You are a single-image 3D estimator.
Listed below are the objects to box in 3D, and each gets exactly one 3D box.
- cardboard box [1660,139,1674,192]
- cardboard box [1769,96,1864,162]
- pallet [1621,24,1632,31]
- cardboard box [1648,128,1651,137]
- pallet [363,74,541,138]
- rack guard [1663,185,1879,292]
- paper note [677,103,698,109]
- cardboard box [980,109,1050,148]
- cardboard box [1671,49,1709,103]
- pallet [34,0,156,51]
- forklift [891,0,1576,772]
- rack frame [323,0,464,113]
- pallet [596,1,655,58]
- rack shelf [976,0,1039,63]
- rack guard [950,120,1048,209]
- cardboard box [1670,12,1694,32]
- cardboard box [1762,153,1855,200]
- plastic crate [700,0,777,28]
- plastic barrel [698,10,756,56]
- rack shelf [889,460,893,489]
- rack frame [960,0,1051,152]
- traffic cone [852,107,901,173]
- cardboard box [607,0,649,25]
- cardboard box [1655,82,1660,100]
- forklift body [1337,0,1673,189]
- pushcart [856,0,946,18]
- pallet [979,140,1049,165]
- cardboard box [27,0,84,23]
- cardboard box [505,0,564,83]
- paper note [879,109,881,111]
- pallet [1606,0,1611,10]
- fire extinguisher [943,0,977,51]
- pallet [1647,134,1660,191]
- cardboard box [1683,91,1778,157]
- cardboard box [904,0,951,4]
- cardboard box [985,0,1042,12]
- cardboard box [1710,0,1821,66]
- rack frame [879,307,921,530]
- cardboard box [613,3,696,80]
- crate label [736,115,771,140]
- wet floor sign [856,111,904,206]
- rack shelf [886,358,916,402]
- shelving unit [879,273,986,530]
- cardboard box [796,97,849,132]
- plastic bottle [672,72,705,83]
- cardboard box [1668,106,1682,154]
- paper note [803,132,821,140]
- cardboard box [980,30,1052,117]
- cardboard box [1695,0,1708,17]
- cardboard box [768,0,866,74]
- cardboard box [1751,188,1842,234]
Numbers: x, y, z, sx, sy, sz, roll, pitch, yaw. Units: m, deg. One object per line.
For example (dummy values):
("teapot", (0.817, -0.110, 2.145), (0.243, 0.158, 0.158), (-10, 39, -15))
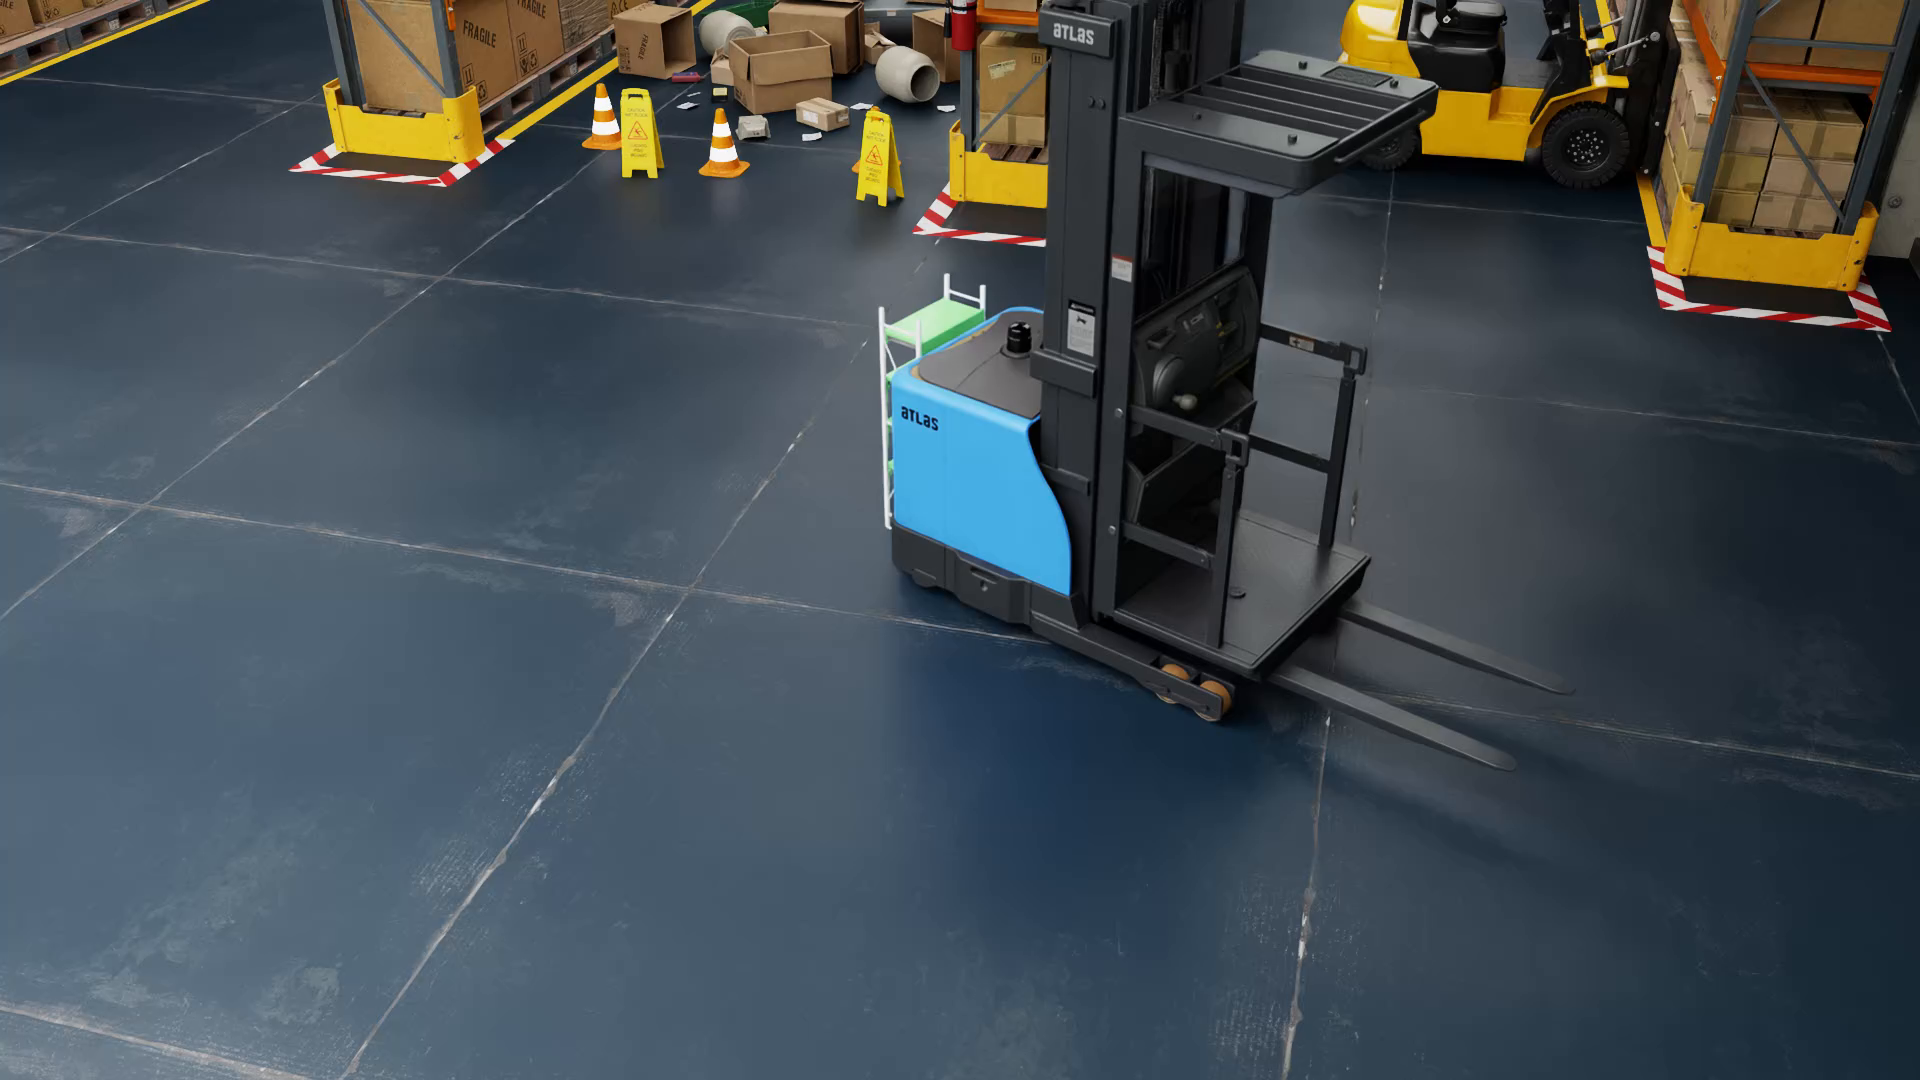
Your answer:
("cardboard box", (5.252, -2.611, 11.733), (0.500, 0.250, 0.500), (8, 33, 12))
("cardboard box", (5.608, -2.713, 10.961), (0.500, 0.250, 0.500), (8, 33, 12))
("pallet", (6.467, -4.337, 14.876), (1.003, 0.211, 1.213), (8, 33, 12))
("cardboard box", (5.497, -3.142, 12.568), (0.500, 0.250, 0.500), (9, 34, 14))
("pallet", (-4.186, -3.595, 13.708), (1.003, 0.211, 1.213), (8, 33, 12))
("rack guard", (5.297, -1.983, 10.904), (1.175, 0.500, 0.348), (8, 33, 12))
("paper note", (-2.284, -3.653, 13.970), (0.144, 0.017, 0.142), (20, 38, 29))
("cardboard box", (0.451, -3.210, 12.675), (0.500, 0.250, 0.500), (8, 33, 12))
("cardboard box", (5.360, -3.300, 11.884), (0.500, 0.250, 0.500), (8, 33, 13))
("pallet", (-8.514, -4.984, 15.894), (1.003, 0.211, 1.213), (8, 33, 12))
("forklift", (1.149, -0.794, 6.767), (3.031, 2.935, 1.130), (23, 39, 31))
("rack frame", (-4.313, -4.346, 12.290), (1.000, 3.000, 0.127), (8, 33, 12))
("pallet", (-3.567, -4.861, 15.700), (1.003, 0.211, 1.213), (8, 33, 12))
("rack shelf", (1.008, -4.459, 13.138), (1.077, 0.370, 4.000), (8, 33, 12))
("rack guard", (0.520, -2.709, 12.046), (1.175, 0.500, 0.348), (8, 33, 12))
("cardboard box", (5.637, -3.833, 12.723), (0.500, 0.250, 0.500), (9, 34, 14))
("cardboard box", (5.623, -2.494, 11.083), (0.500, 0.250, 0.500), (9, 33, 13))
("plastic crate", (-2.075, -4.991, 15.872), (0.662, 0.188, 0.450), (-28, 32, -37))
("plastic barrel", (-2.102, -4.537, 14.992), (0.421, 0.421, 0.512), (-21, 38, -29))
("rack shelf", (-0.126, -0.381, 8.297), (0.258, 0.148, 0.480), (23, 39, 31))
("rack frame", (0.500, -3.725, 11.313), (1.000, 3.000, 0.127), (8, 33, 12))
("traffic cone", (-0.638, -3.053, 12.621), (0.336, 0.463, 0.334), (8, 33, 12))
("cardboard box", (-3.525, -5.386, 15.515), (0.875, 0.875, 0.875), (9, 33, 13))
("cardboard box", (5.503, -3.362, 12.449), (0.500, 0.250, 0.500), (8, 33, 12))
("forklift body", (4.019, -3.925, 12.419), (2.313, 2.155, 1.214), (8, 33, 12))
("pushcart", (-0.702, -4.978, 15.729), (1.648, 0.377, 0.936), (-3, 33, -4))
("pallet", (0.760, -3.004, 12.779), (1.003, 0.211, 1.213), (8, 33, 12))
("cardboard box", (-8.615, -5.155, 15.502), (0.500, 0.500, 0.500), (11, 34, 17))
("cardboard box", (-3.984, -4.444, 14.034), (0.875, 0.875, 0.875), (8, 33, 12))
("paper note", (-0.693, -3.574, 13.862), (0.032, 0.001, 0.123), (8, 33, 12))
("pallet", (7.086, -5.603, 16.868), (1.003, 0.211, 1.213), (8, 33, 12))
("fire extinguisher", (0.026, -3.695, 11.339), (0.296, 0.674, 0.183), (8, 33, 12))
("pallet", (5.768, -2.908, 12.627), (1.003, 0.211, 1.213), (8, 33, 12))
("cardboard box", (5.118, -2.771, 11.052), (0.500, 0.250, 0.500), (9, 34, 14))
("cardboard box", (-0.214, -5.292, 15.402), (0.500, 0.500, 0.500), (8, 33, 12))
("cardboard box", (0.388, -3.842, 11.731), (0.380, 0.149, 0.250), (9, 34, 14))
("cardboard box", (5.173, -3.384, 10.684), (0.500, 0.500, 0.500), (7, 33, 11))
("rack frame", (-0.276, -0.534, 7.971), (0.240, 1.200, 0.015), (23, 39, 31))
("cardboard box", (-2.699, -4.423, 14.739), (0.500, 0.500, 0.500), (14, 35, 21))
("crate label", (-1.659, -3.306, 13.323), (0.250, 0.136, 0.298), (-8, 33, -13))
("wet floor sign", (-0.583, -2.778, 12.019), (0.267, 0.644, 0.232), (20, 38, 29))
("rack shelf", (-0.126, -0.786, 8.039), (0.258, 0.148, 0.480), (23, 39, 31))
("shelving unit", (-0.126, -0.637, 8.134), (0.258, 1.200, 0.503), (23, 39, 31))
("cardboard box", (-1.121, -3.476, 13.580), (0.380, 0.149, 0.250), (28, 42, 36))
("plastic bottle", (-2.378, -4.054, 14.569), (0.283, 0.061, 0.133), (-3, 33, -4))
("cardboard box", (5.261, -2.832, 11.615), (0.500, 0.250, 0.500), (8, 33, 12))
("paper note", (-1.185, -3.233, 13.307), (0.148, 0.019, 0.142), (-3, 33, -4))
("cardboard box", (0.452, -3.509, 12.447), (0.500, 0.500, 0.500), (8, 33, 13))
("cardboard box", (5.444, -3.918, 11.524), (0.500, 0.500, 0.500), (7, 33, 11))
("cardboard box", (-1.273, -4.471, 14.687), (0.797, 0.637, 0.503), (8, 33, 12))
("cardboard box", (5.616, -2.296, 11.237), (0.500, 0.250, 0.500), (8, 33, 13))
